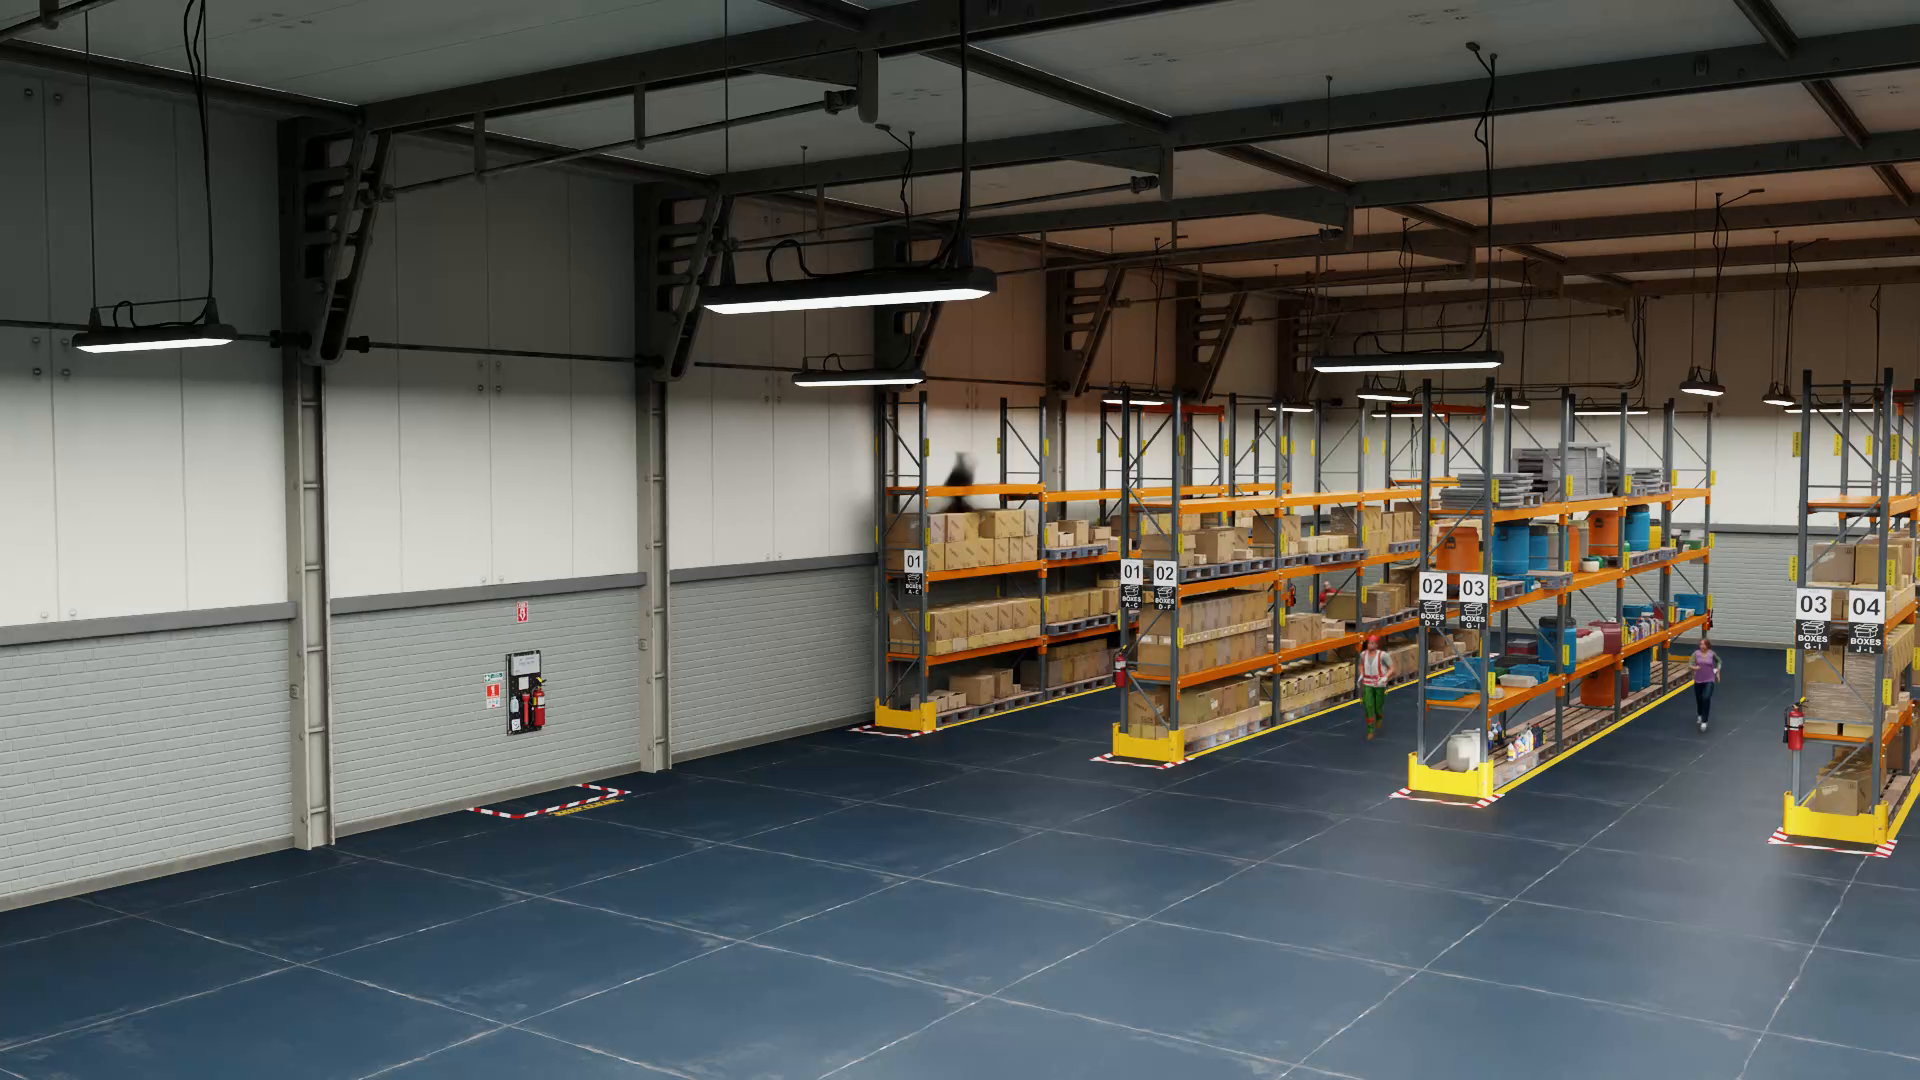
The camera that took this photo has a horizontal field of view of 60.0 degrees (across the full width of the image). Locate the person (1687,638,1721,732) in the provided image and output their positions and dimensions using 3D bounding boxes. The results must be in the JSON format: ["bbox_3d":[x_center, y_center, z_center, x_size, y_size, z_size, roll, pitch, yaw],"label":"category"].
[{"bbox_3d":[13.231,2.542,29.578,0.533,1.626,0.823,2,4,29],"label":"person"}]

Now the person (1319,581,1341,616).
[{"bbox_3d":[9.339,1.875,41.612,0.835,1.709,0.744,1,3,15],"label":"person"}]

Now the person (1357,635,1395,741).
[{"bbox_3d":[7.184,2.527,28.688,0.646,1.802,0.822,2,4,27],"label":"person"}]
